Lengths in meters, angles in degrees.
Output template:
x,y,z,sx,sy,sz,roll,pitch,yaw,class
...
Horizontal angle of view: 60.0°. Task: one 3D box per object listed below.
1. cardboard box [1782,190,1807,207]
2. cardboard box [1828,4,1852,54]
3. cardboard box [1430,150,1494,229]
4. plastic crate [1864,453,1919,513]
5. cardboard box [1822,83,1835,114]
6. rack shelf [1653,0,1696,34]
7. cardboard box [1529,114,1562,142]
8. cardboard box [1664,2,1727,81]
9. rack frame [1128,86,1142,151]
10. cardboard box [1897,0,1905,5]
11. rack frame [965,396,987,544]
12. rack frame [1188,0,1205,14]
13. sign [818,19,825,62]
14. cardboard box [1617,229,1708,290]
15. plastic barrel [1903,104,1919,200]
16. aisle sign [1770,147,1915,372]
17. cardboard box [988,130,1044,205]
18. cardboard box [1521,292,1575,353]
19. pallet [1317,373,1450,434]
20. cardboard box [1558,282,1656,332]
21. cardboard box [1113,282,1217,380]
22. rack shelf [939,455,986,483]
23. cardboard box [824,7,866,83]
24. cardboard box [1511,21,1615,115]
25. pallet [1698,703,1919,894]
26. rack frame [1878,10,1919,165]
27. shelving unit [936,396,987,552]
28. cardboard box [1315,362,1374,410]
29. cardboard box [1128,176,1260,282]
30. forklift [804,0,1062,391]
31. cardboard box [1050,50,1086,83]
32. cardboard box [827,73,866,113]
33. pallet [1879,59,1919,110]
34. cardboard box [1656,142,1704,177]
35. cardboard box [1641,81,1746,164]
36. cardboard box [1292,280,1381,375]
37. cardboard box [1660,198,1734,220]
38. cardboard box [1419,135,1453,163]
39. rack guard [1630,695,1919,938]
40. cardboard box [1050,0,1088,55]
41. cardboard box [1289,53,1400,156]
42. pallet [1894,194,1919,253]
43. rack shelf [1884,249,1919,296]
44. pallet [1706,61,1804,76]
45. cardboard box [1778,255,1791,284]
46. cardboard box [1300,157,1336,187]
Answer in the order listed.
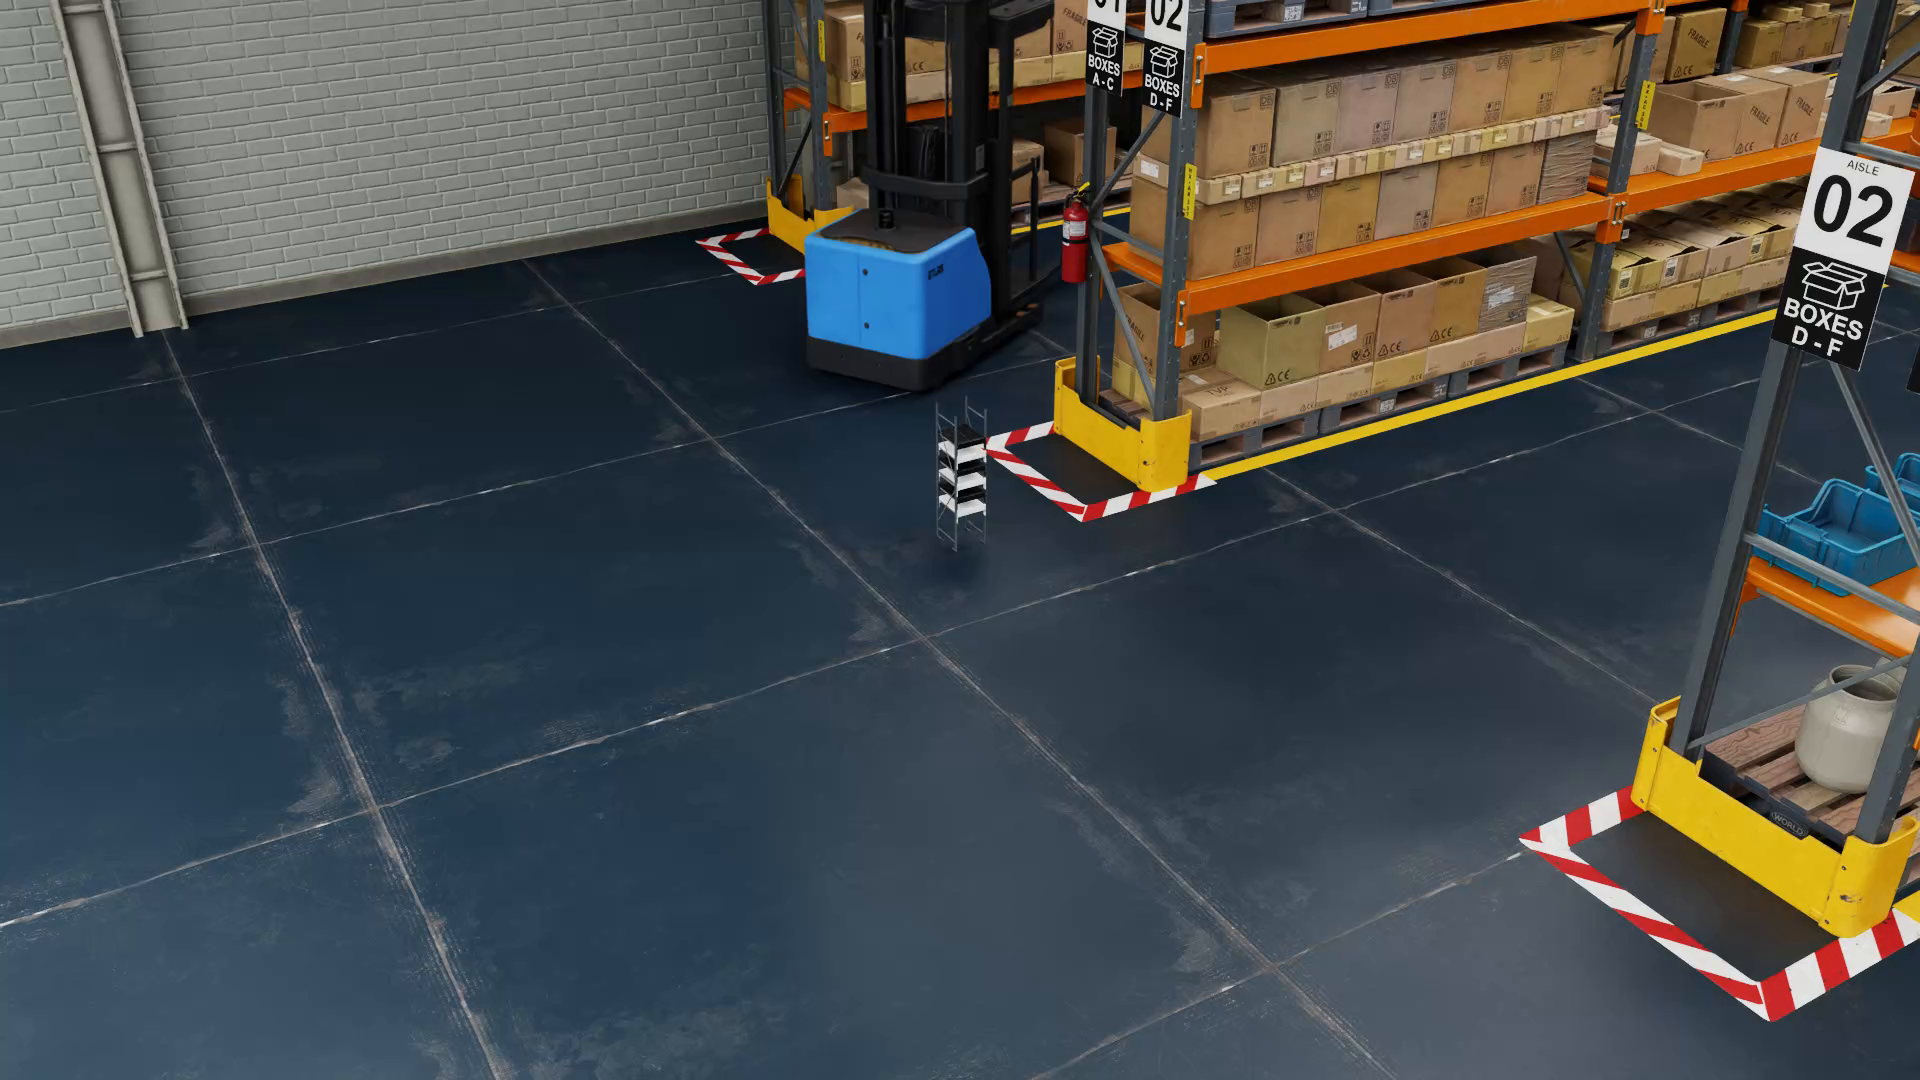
x,y,z,sx,sy,sz,roll,pitch,yaw,class
7.222,-2.724,13.913,0.500,0.311,0.500,-16,33,-27,cardboard box
10.960,-6.511,21.096,0.500,0.500,0.700,-17,33,-28,cardboard box
3.279,-2.560,11.681,0.500,0.500,0.700,-15,32,-26,cardboard box
4.445,-0.175,7.617,0.408,0.251,0.499,-16,33,-26,plastic crate
7.124,-3.682,13.910,0.500,0.311,0.500,-16,33,-27,cardboard box
6.269,-4.368,12.701,4.000,0.370,1.077,-16,33,-26,rack shelf
3.980,-2.927,11.675,0.250,0.149,0.380,-17,33,-28,cardboard box
8.435,-5.931,19.682,0.750,0.750,0.750,-15,32,-26,cardboard box
2.032,-4.943,16.102,0.127,3.000,1.000,-16,33,-26,rack frame
11.807,-6.934,21.190,0.250,0.149,0.380,-16,33,-27,cardboard box
0.095,-0.421,10.081,0.006,0.900,0.240,-16,33,-26,rack frame
1.096,-4.528,9.141,0.127,3.000,1.000,-16,33,-26,rack frame
-1.142,-4.117,13.709,0.005,0.325,0.100,-16,33,-26,sign
5.461,-2.224,13.005,0.500,0.311,0.500,-16,33,-27,cardboard box
3.957,-1.694,6.231,0.708,0.830,0.600,-16,33,-26,plastic barrel
3.390,-1.081,6.414,0.004,0.787,0.394,-16,33,-26,aisle sign
0.375,-3.492,15.605,0.500,0.500,0.700,-18,34,-29,cardboard box
4.256,-1.656,12.557,0.500,0.250,0.500,-16,33,-26,cardboard box
2.785,-1.182,12.173,1.213,0.211,1.003,-16,33,-26,pallet
5.018,-1.856,12.919,0.500,0.250,0.500,-17,33,-27,cardboard box
1.408,-1.465,11.435,0.500,0.500,0.500,-16,33,-26,cardboard box
0.007,-0.446,10.009,0.200,0.077,0.258,-16,33,-26,rack shelf
-0.853,-4.227,14.163,0.500,0.500,0.500,-16,33,-26,cardboard box
4.165,-3.381,11.826,0.500,0.500,0.700,-16,33,-26,cardboard box
4.347,1.149,7.949,1.213,0.211,1.003,-16,33,-26,pallet
7.993,-3.859,14.139,0.127,3.000,1.000,-16,33,-26,rack frame
0.007,-0.396,10.036,0.210,0.900,0.258,-16,33,-26,shelving unit
2.532,-1.166,11.669,0.500,0.250,0.500,-16,33,-26,cardboard box
1.505,-2.054,10.764,0.500,0.500,0.700,-16,33,-26,cardboard box
0.019,-3.043,12.731,1.130,2.935,3.031,15,32,26,forklift
0.917,-4.396,15.245,0.500,0.250,0.500,-16,33,-27,cardboard box
-0.835,-3.894,14.336,0.500,0.250,0.500,-17,33,-28,cardboard box
8.542,-3.971,14.539,1.003,0.211,1.213,-16,33,-26,pallet
5.412,-2.902,12.664,0.250,0.149,0.380,-16,33,-26,cardboard box
5.669,-3.234,12.903,0.500,0.500,0.500,-13,32,-23,cardboard box
2.526,-1.499,11.497,0.500,0.500,0.500,-16,33,-26,cardboard box
6.061,-2.697,13.863,0.500,0.311,0.500,-16,33,-27,cardboard box
3.096,-2.676,11.219,0.250,0.149,0.380,-15,32,-25,cardboard box
3.644,1.219,7.523,0.348,0.500,1.175,-16,33,-26,rack guard
0.914,-4.727,15.068,0.500,0.500,0.500,-17,33,-28,cardboard box
2.436,-2.890,10.935,0.500,0.500,0.700,-16,33,-26,cardboard box
4.365,-1.229,6.464,1.213,0.211,1.003,-16,33,-26,pallet
5.327,-1.325,7.186,4.000,0.370,1.077,-16,33,-26,rack shelf
9.625,-5.834,20.603,1.213,0.211,1.003,-16,33,-26,pallet
6.786,-2.360,13.832,0.500,0.250,0.500,-15,32,-25,cardboard box
2.204,-2.422,10.760,0.250,0.149,0.380,-16,33,-27,cardboard box
